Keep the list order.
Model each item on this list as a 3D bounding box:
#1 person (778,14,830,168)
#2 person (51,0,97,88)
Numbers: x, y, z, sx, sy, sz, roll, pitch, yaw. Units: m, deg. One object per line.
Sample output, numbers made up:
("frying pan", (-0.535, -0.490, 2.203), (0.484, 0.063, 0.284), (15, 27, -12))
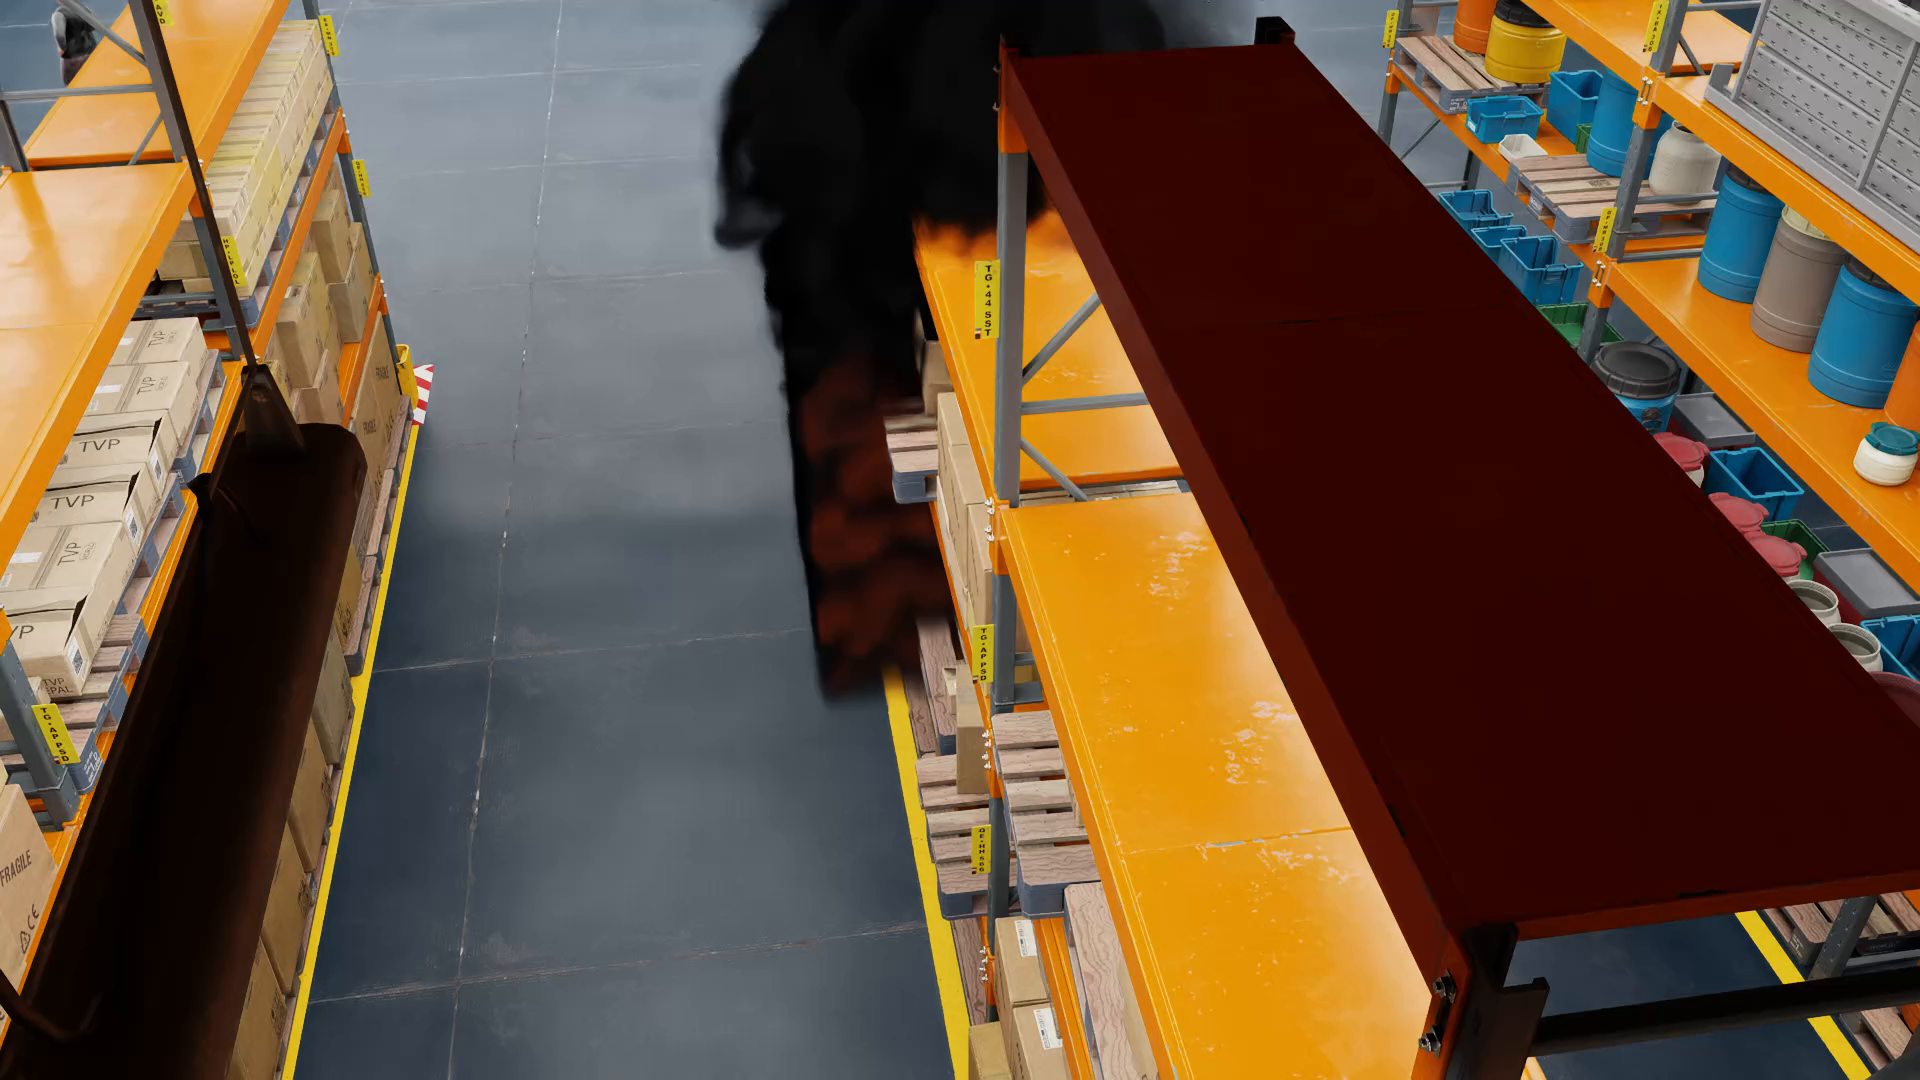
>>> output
("person", (-1.604, -5.038, 18.789), (1.017, 1.803, 0.660), (14, 39, 19))
("person", (-10.507, -5.751, 19.841), (0.702, 1.763, 0.637), (23, 42, 28))
